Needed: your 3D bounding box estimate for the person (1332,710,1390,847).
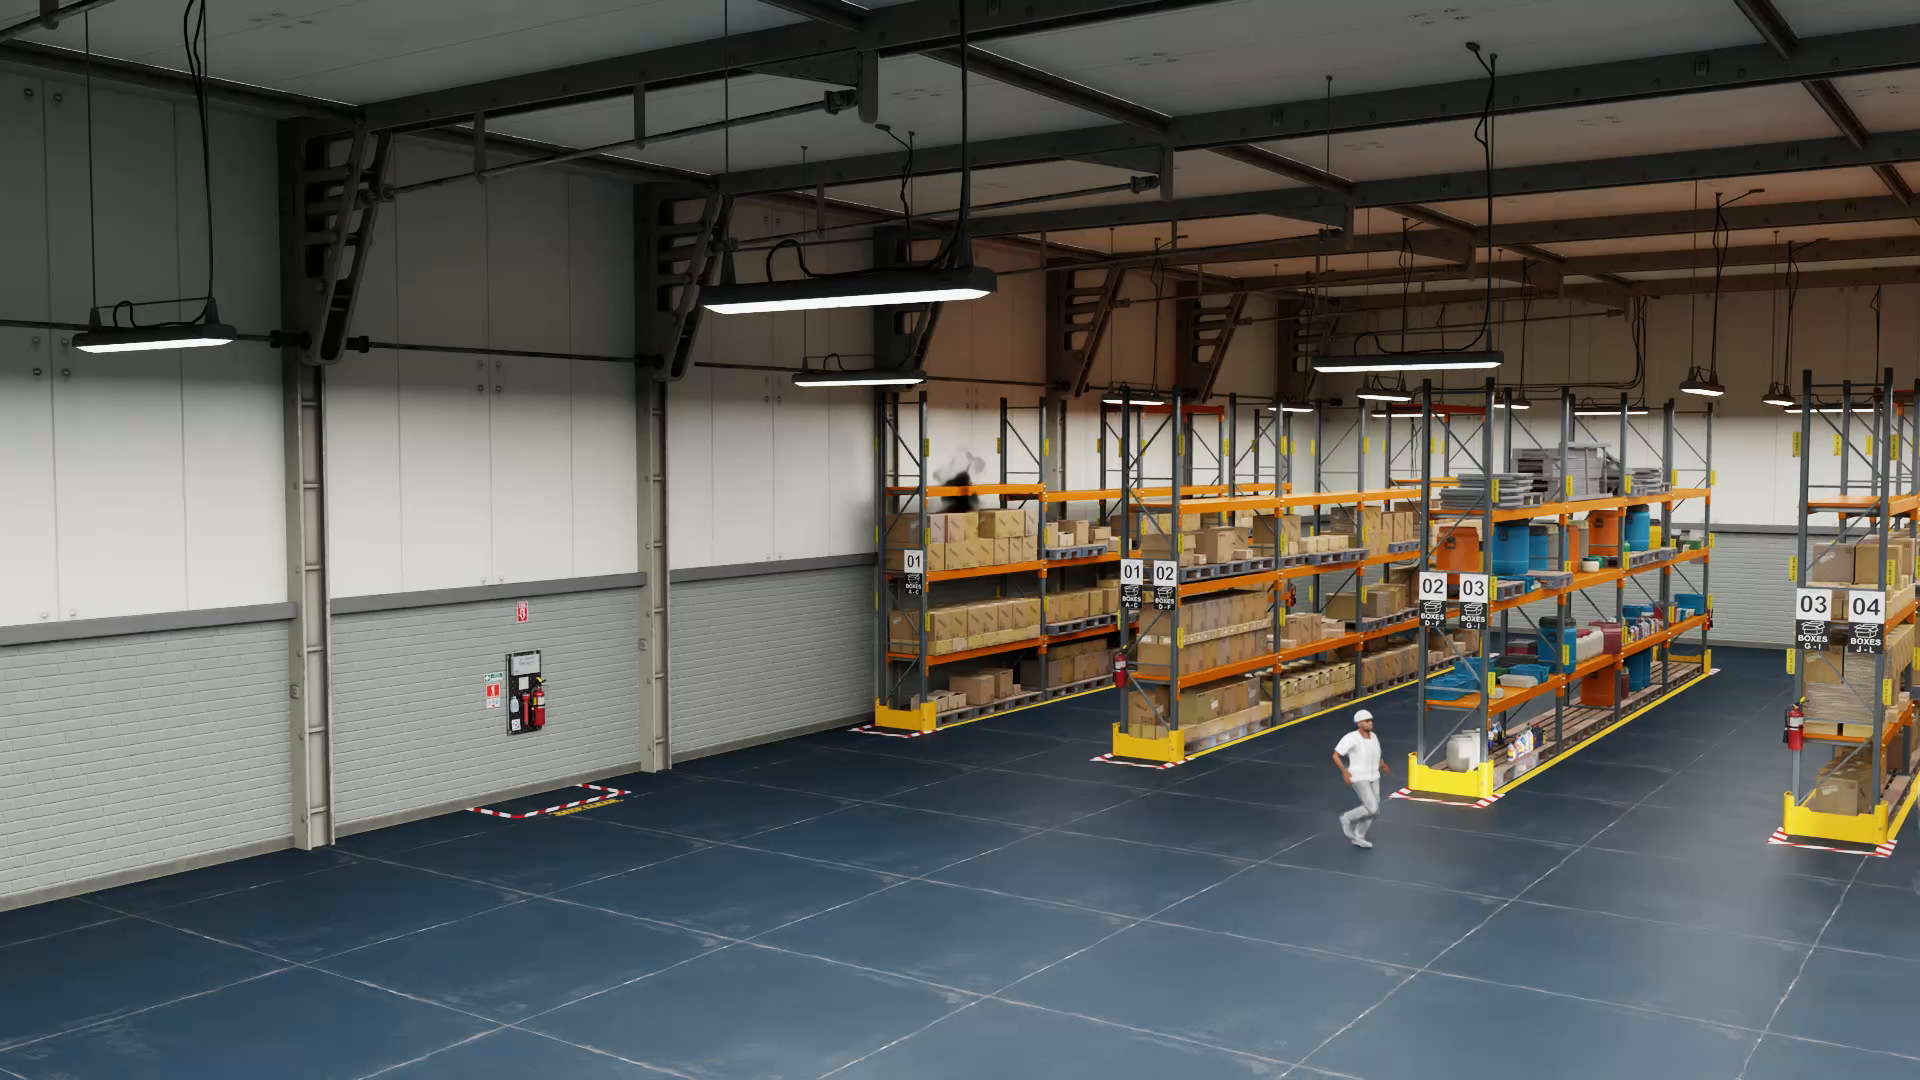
[{"bbox_3d":[5.067,2.986,20.783,0.698,1.718,0.576,-2,4,-34],"label":"person"}]
